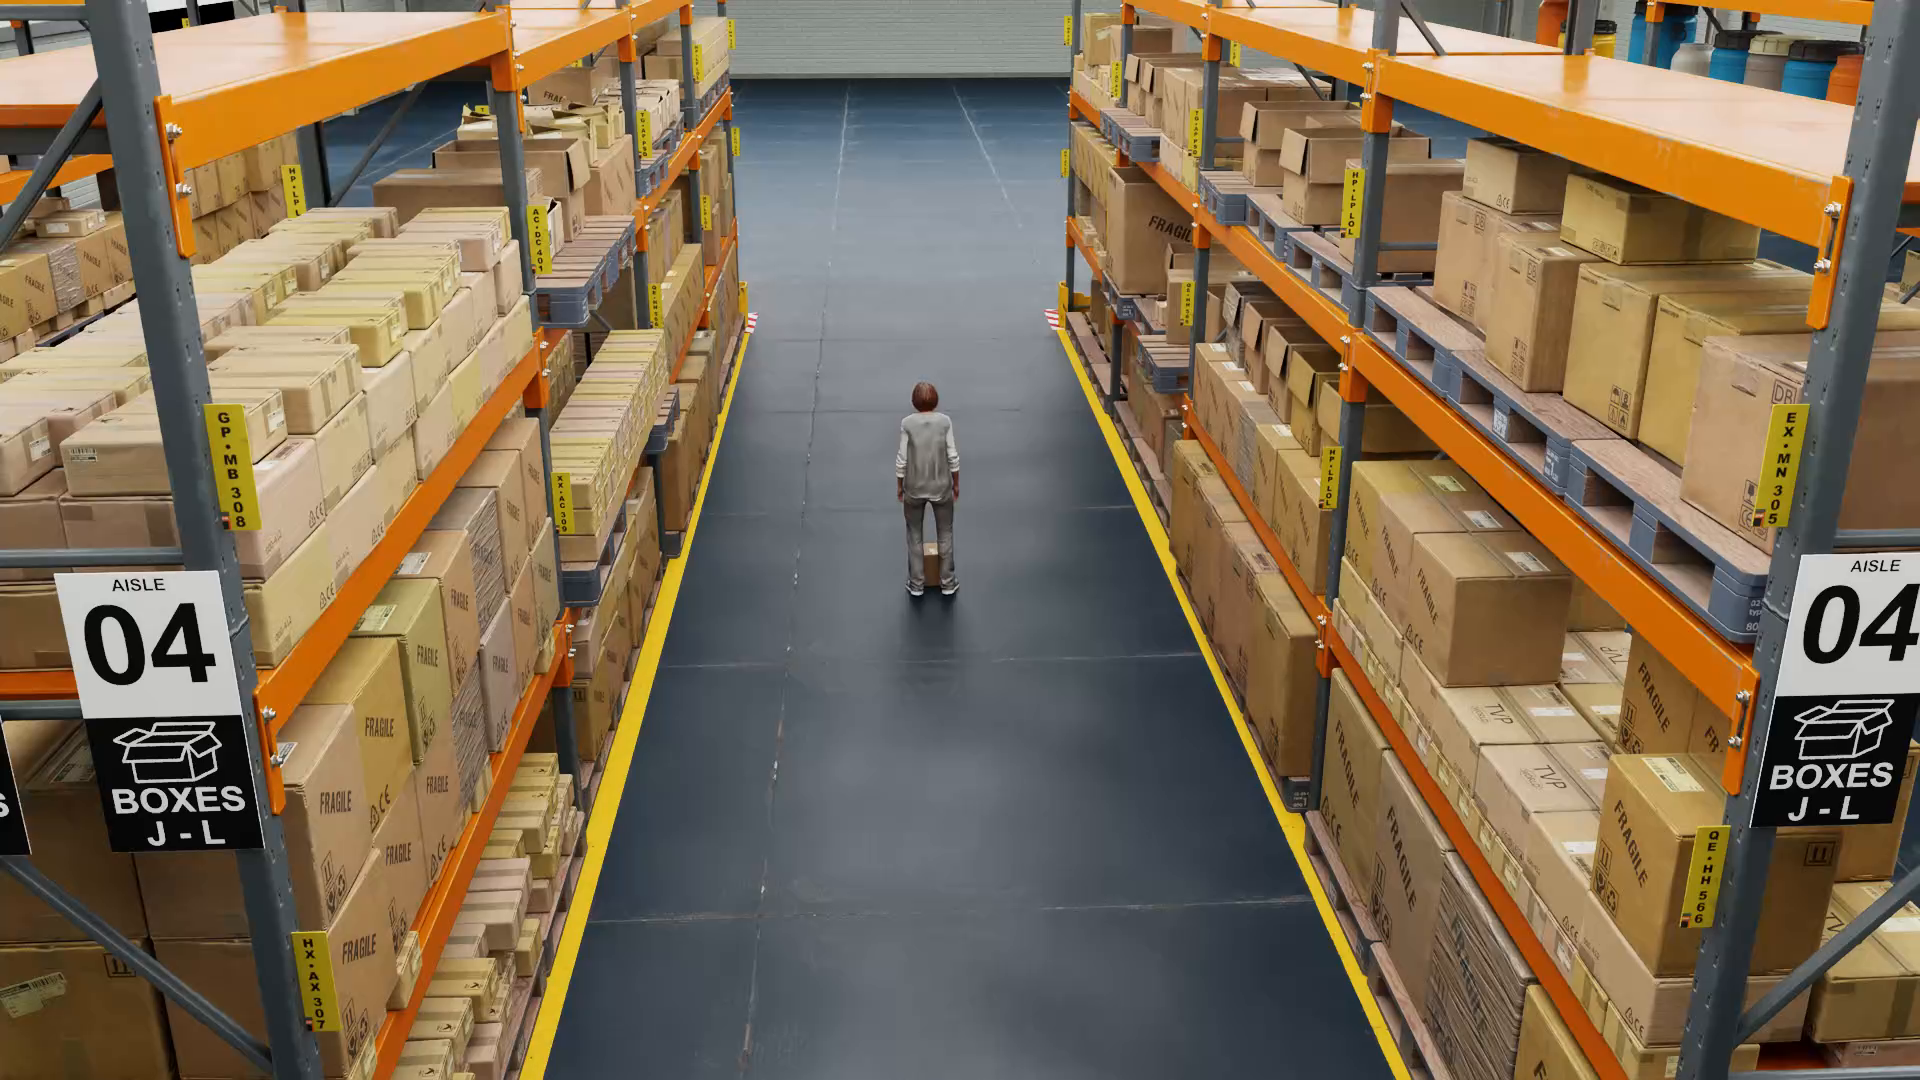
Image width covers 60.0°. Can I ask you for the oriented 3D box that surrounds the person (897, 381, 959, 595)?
[{"bbox_3d":[-0.228,-0.354,12.048,0.451,1.582,0.344,-1,21,-3],"label":"person"}]
